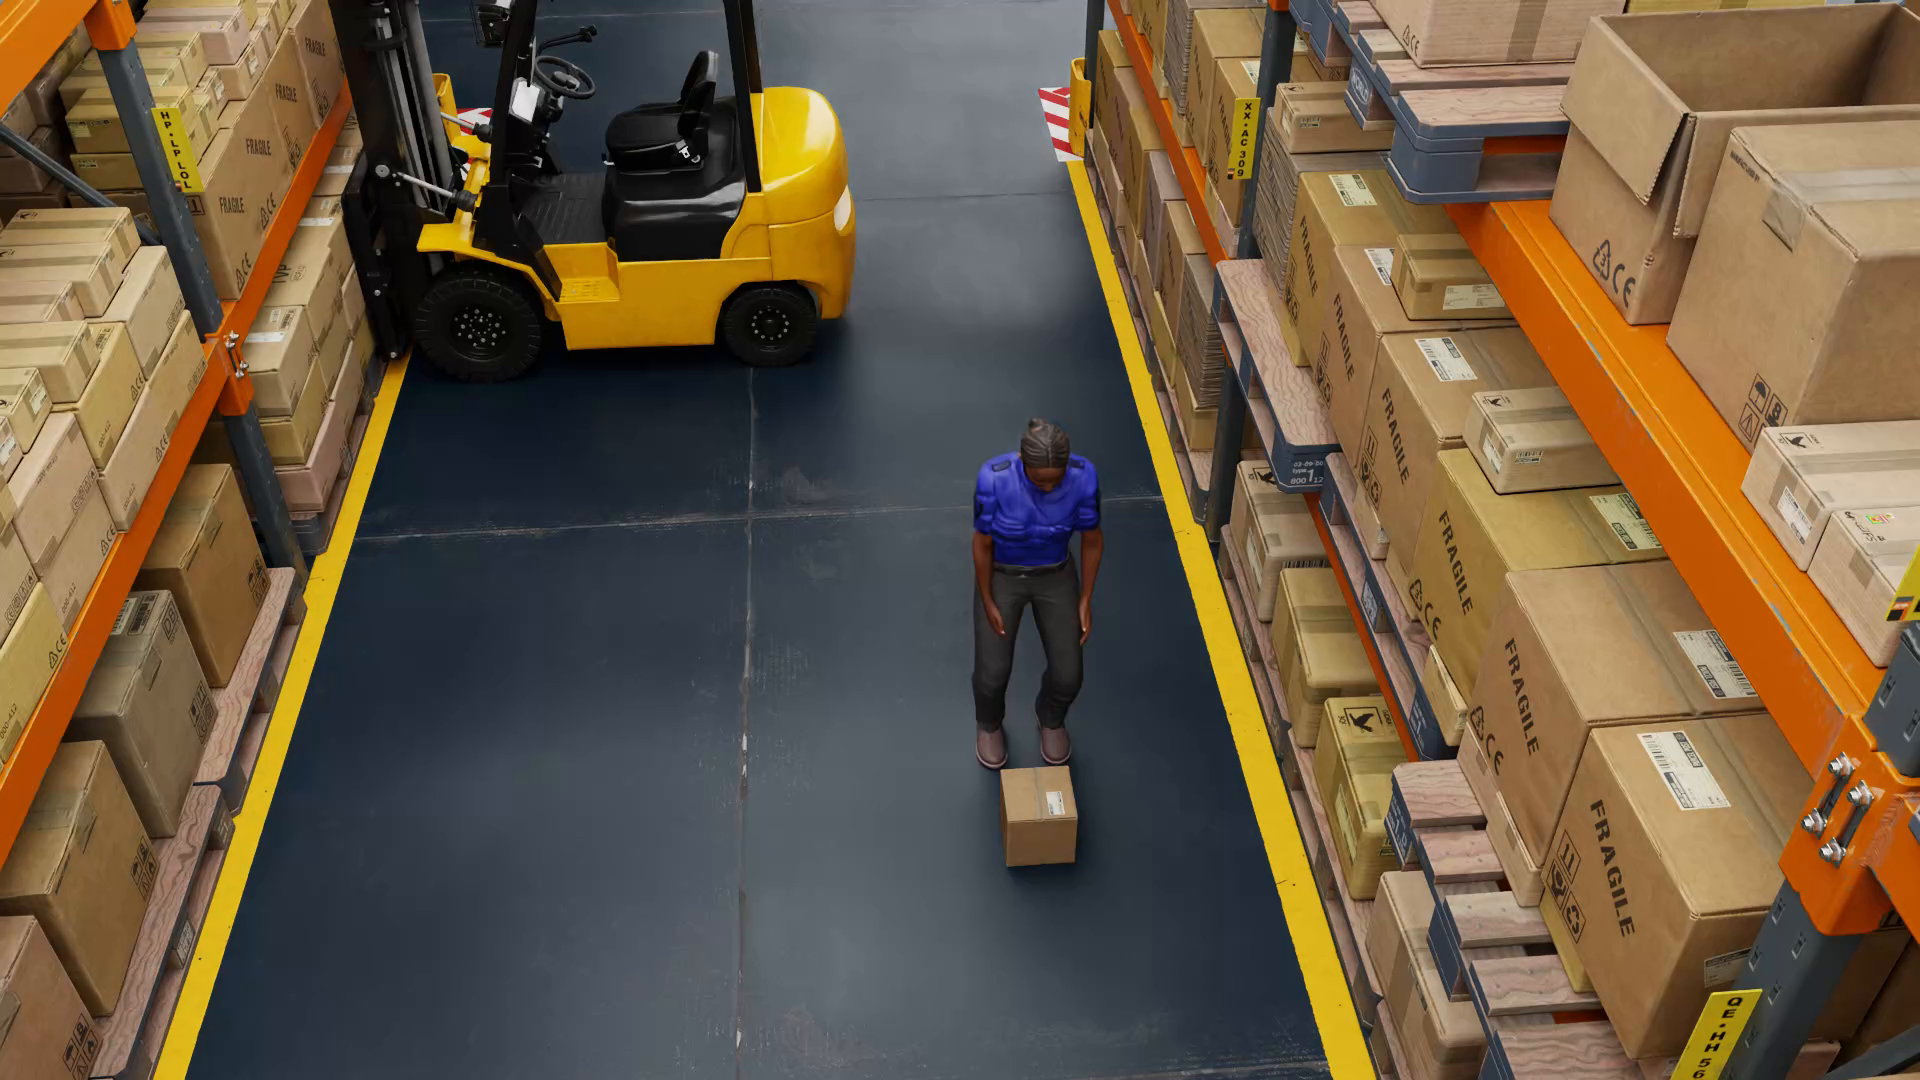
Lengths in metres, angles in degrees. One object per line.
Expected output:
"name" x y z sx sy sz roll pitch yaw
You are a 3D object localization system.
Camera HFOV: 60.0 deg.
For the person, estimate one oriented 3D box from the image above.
"person" 0.273 0.182 6.003 0.465 1.588 0.411 -2 39 -3
